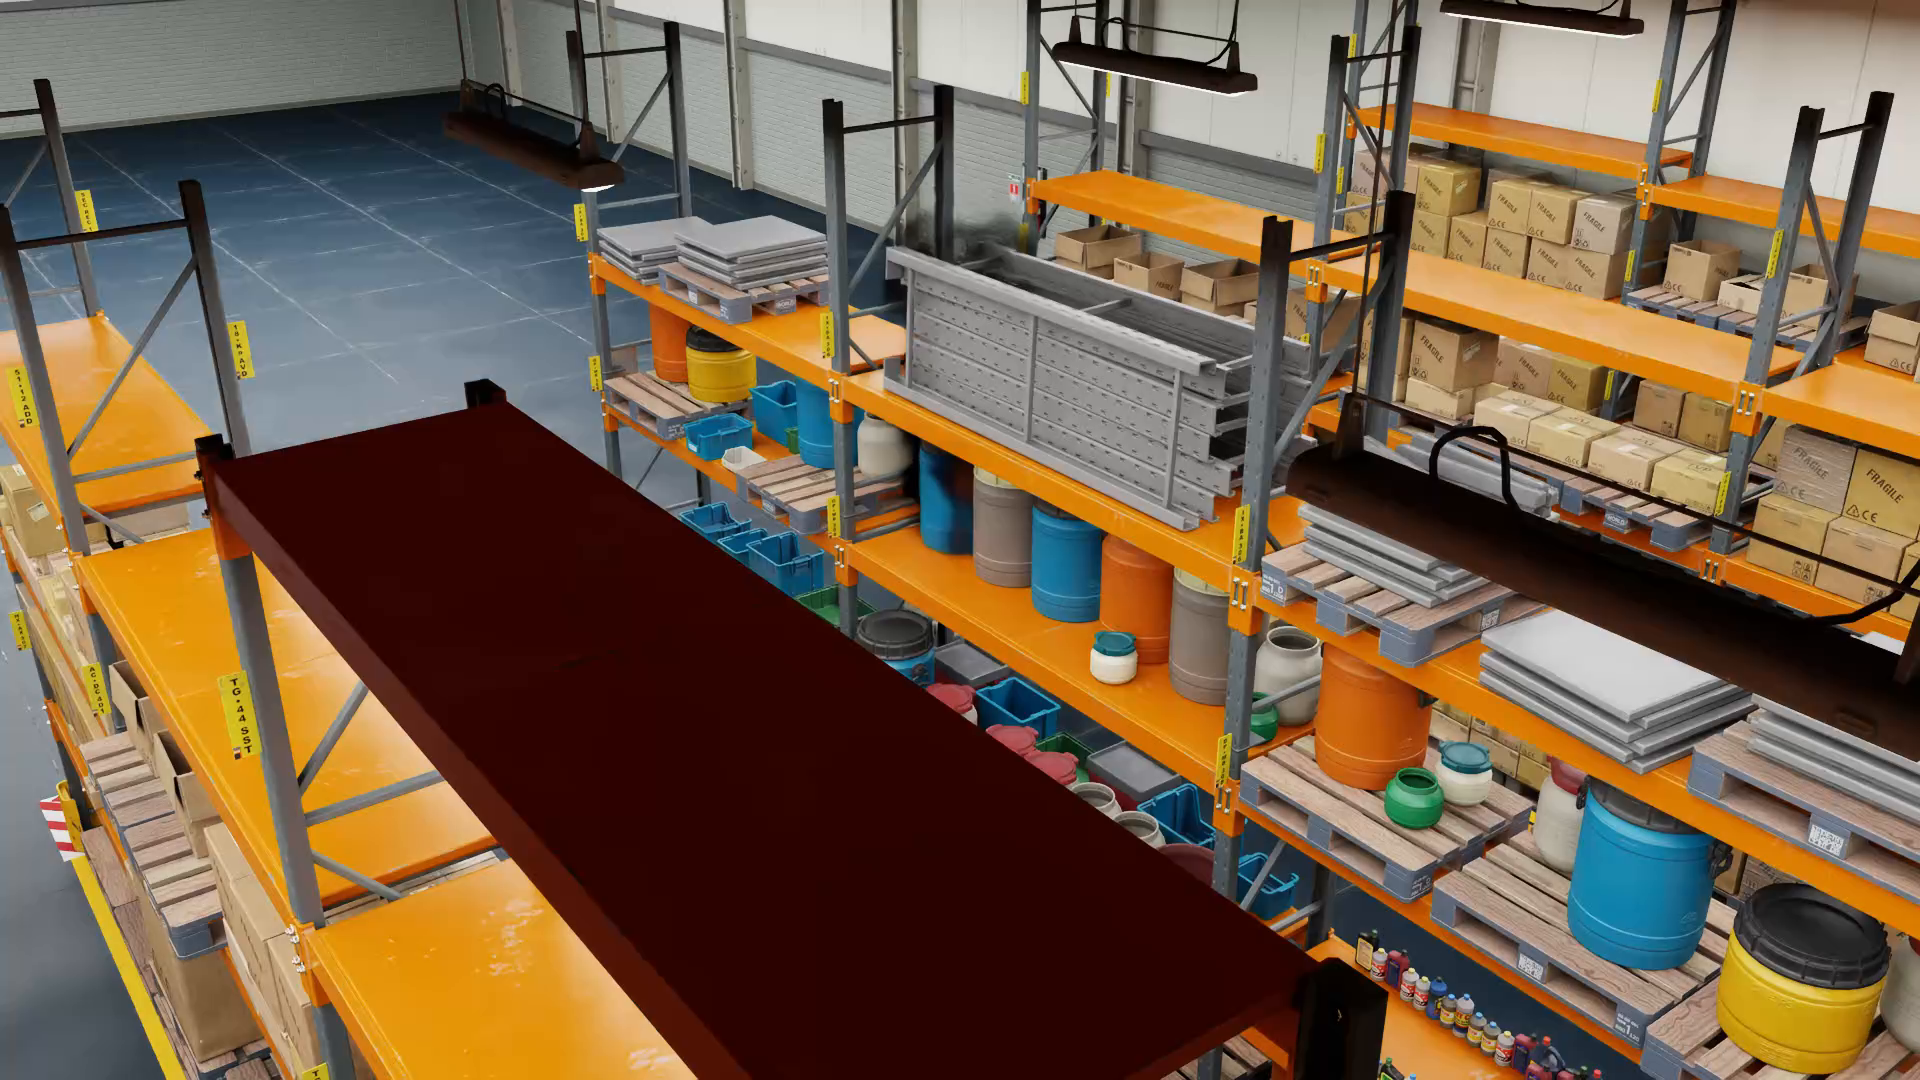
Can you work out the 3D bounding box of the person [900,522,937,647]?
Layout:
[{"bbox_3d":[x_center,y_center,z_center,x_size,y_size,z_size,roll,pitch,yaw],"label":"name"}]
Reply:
[{"bbox_3d":[-0.426,0.320,16.205,0.583,1.746,0.668,22,33,39],"label":"person"}]
